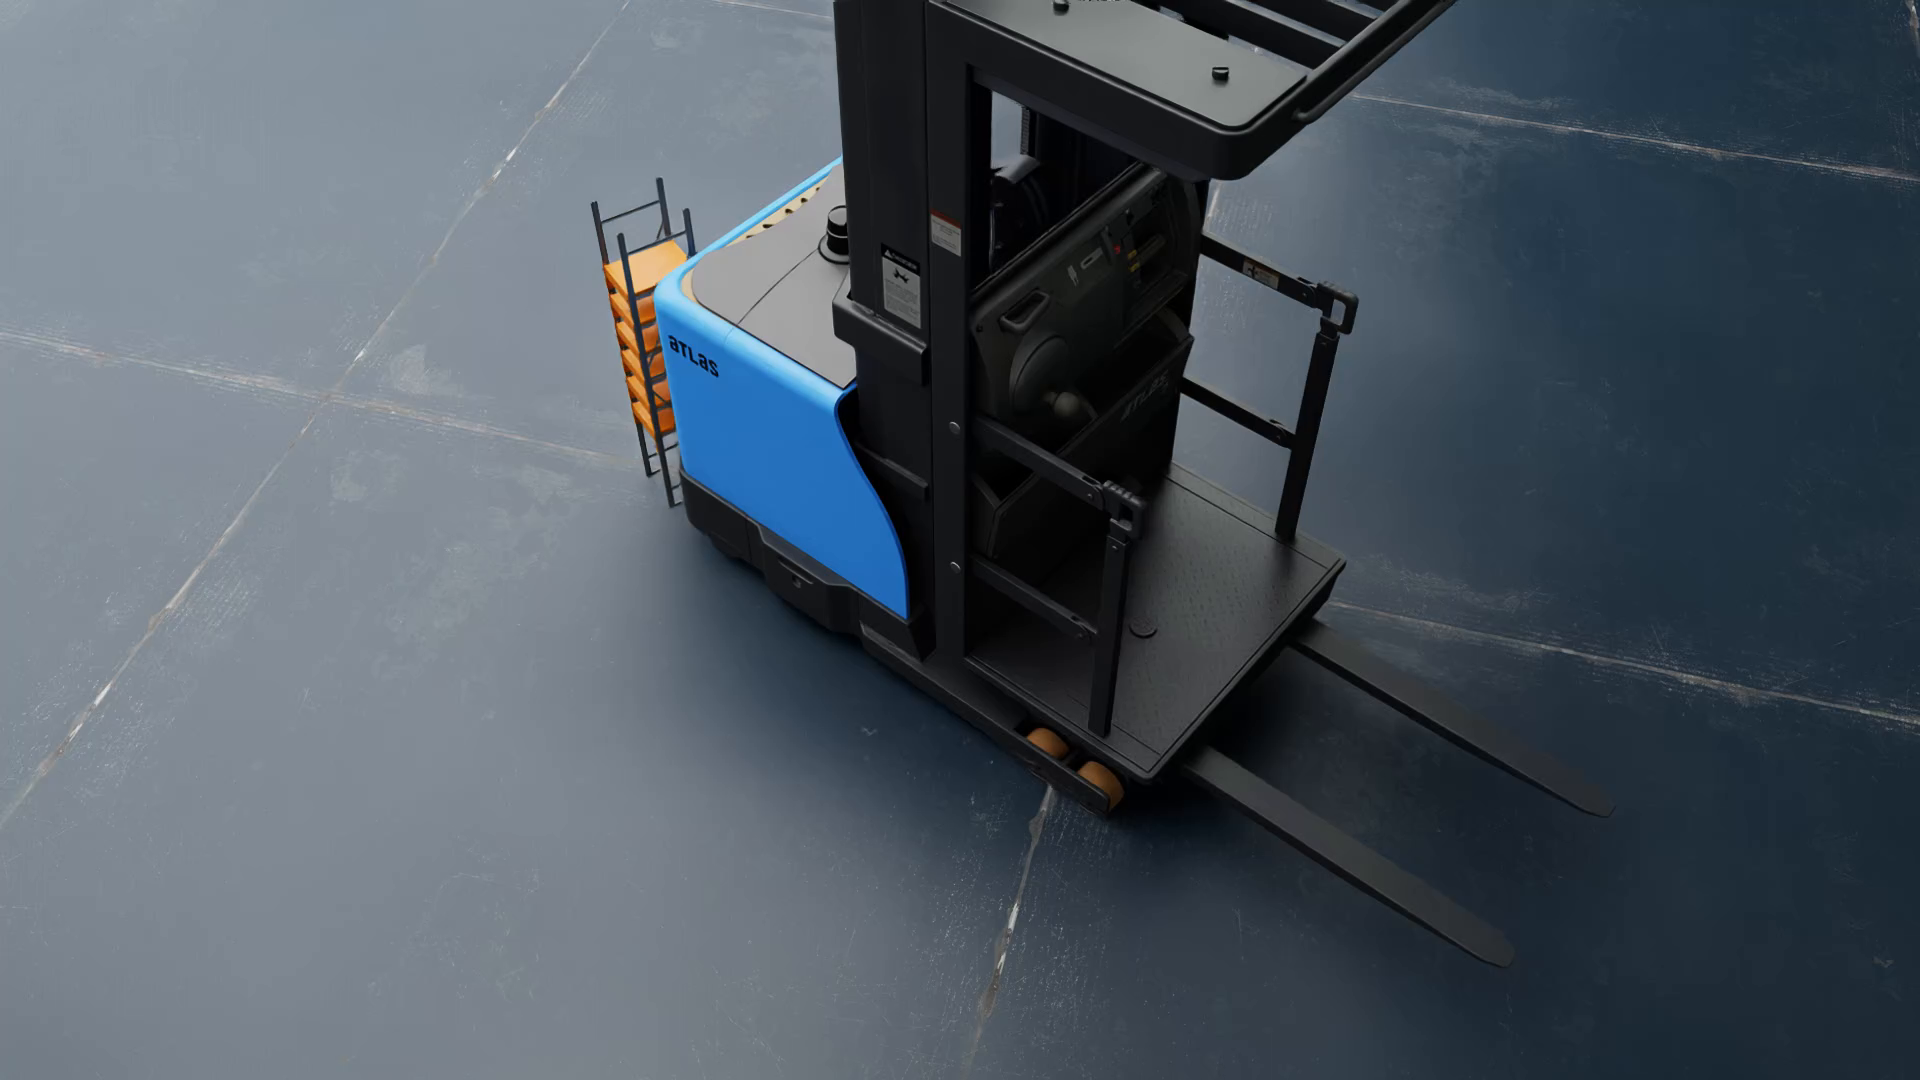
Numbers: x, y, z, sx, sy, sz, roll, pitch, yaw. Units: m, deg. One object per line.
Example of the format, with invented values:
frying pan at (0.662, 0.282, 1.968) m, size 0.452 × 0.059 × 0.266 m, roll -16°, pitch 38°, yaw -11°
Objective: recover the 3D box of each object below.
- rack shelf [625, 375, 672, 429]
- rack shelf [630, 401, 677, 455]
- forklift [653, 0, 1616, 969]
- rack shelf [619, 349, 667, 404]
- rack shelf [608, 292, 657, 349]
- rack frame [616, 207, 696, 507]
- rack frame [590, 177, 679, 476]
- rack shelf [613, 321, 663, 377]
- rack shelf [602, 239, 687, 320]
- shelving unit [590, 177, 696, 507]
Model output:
rack shelf at (-0.972, -0.510, 5.619) m, size 0.258 × 0.103 × 0.180 m, roll -26°, pitch 54°, yaw -21°
rack shelf at (-0.972, -0.431, 5.709) m, size 0.258 × 0.103 × 0.180 m, roll -26°, pitch 54°, yaw -21°
forklift at (0.512, -0.595, 4.320) m, size 3.031 × 2.935 × 1.130 m, roll 32°, pitch 56°, yaw 25°
rack shelf at (-0.972, -0.590, 5.529) m, size 0.258 × 0.103 × 0.180 m, roll -26°, pitch 54°, yaw -21°
rack shelf at (-0.972, -0.748, 5.349) m, size 0.258 × 0.103 × 0.180 m, roll -26°, pitch 54°, yaw -21°
rack frame at (-0.922, -0.562, 5.445) m, size 0.240 × 1.200 × 0.006 m, roll -26°, pitch 54°, yaw -21°
rack frame at (-1.022, -0.676, 5.547) m, size 0.240 × 1.200 × 0.006 m, roll -26°, pitch 54°, yaw -21°
rack shelf at (-0.972, -0.669, 5.439) m, size 0.258 × 0.103 × 0.180 m, roll -26°, pitch 54°, yaw -21°
rack shelf at (-0.972, -0.828, 5.259) m, size 0.258 × 0.103 × 0.180 m, roll -26°, pitch 54°, yaw -21°
shelving unit at (-0.972, -0.619, 5.496) m, size 0.258 × 1.200 × 0.189 m, roll -26°, pitch 54°, yaw -21°
